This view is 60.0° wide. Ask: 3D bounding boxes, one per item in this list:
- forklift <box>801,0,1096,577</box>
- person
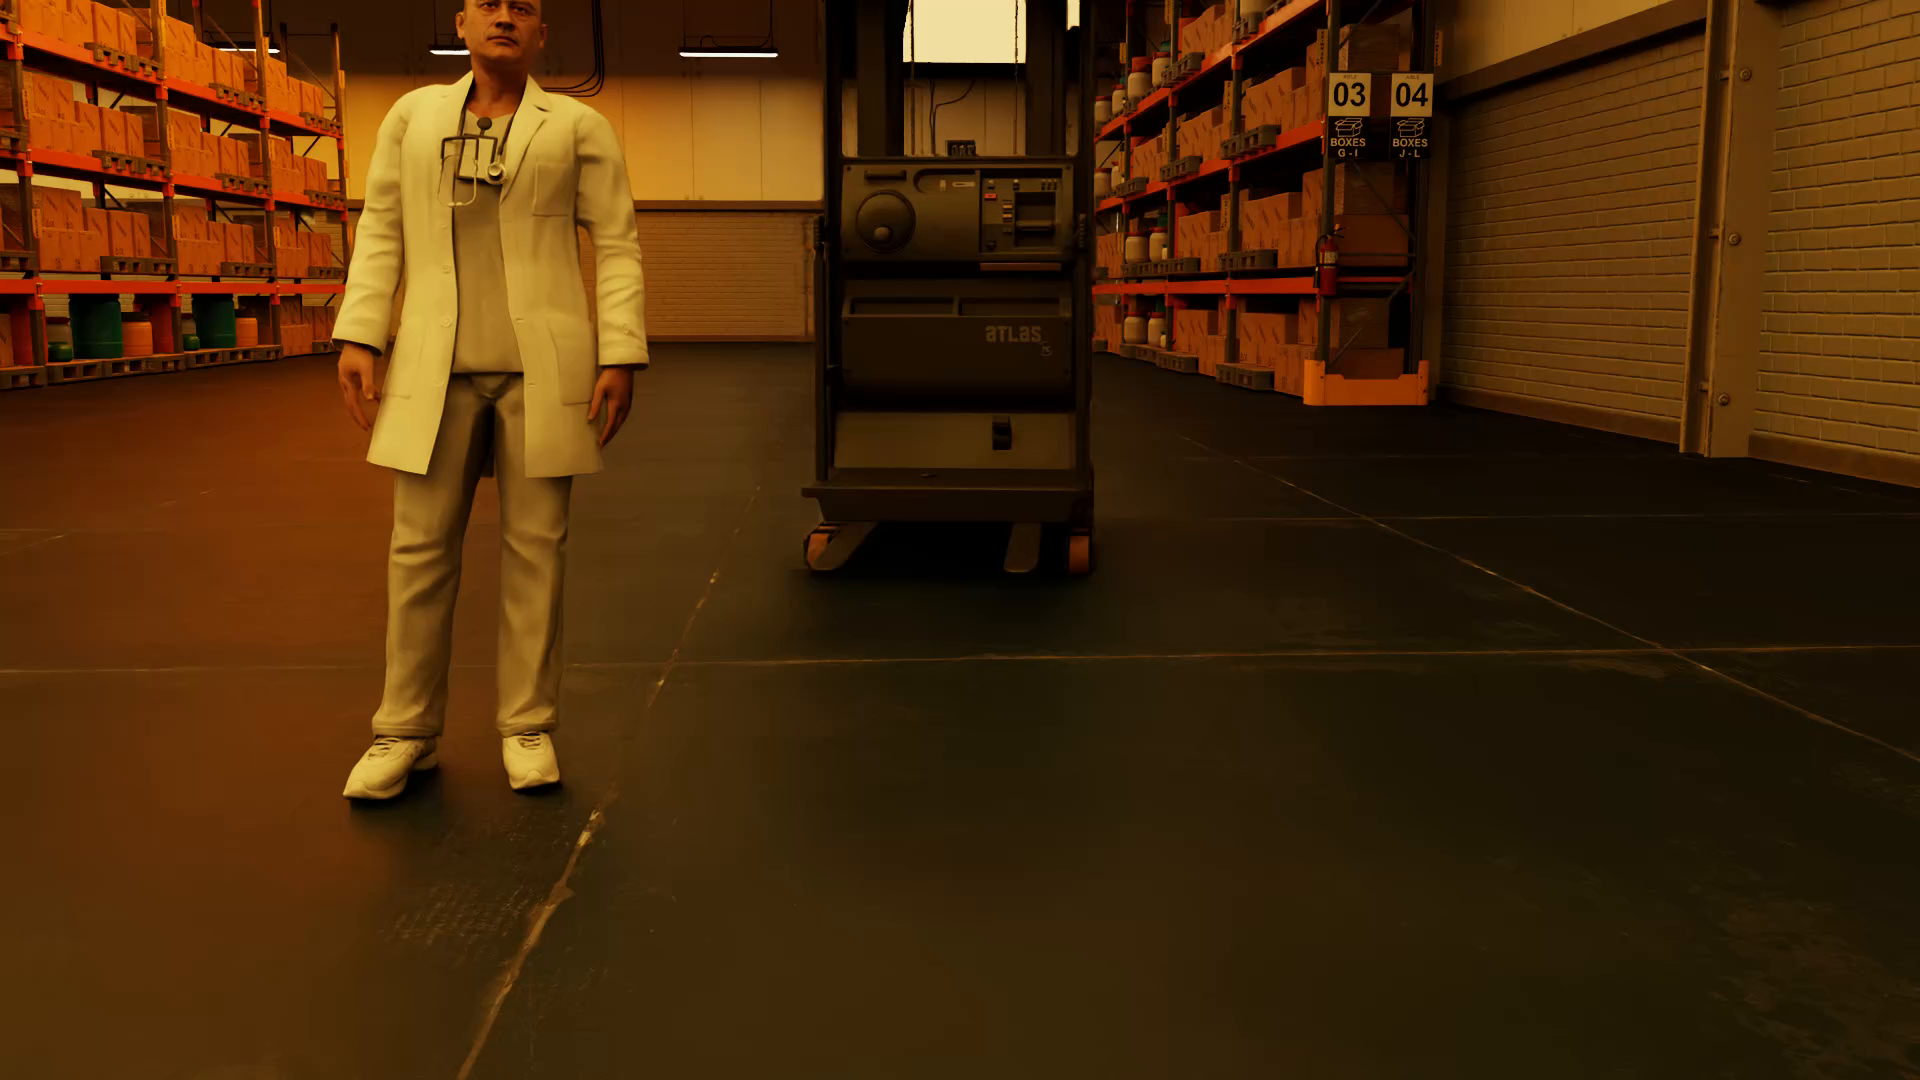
[{"bbox_3d":[-0.022,-1.356,6.466,1.130,2.935,3.031,1,8,4],"label":"forklift"},{"bbox_3d":[-1.035,-0.355,3.641,0.689,1.785,0.553,-1,8,-5],"label":"person"}]
